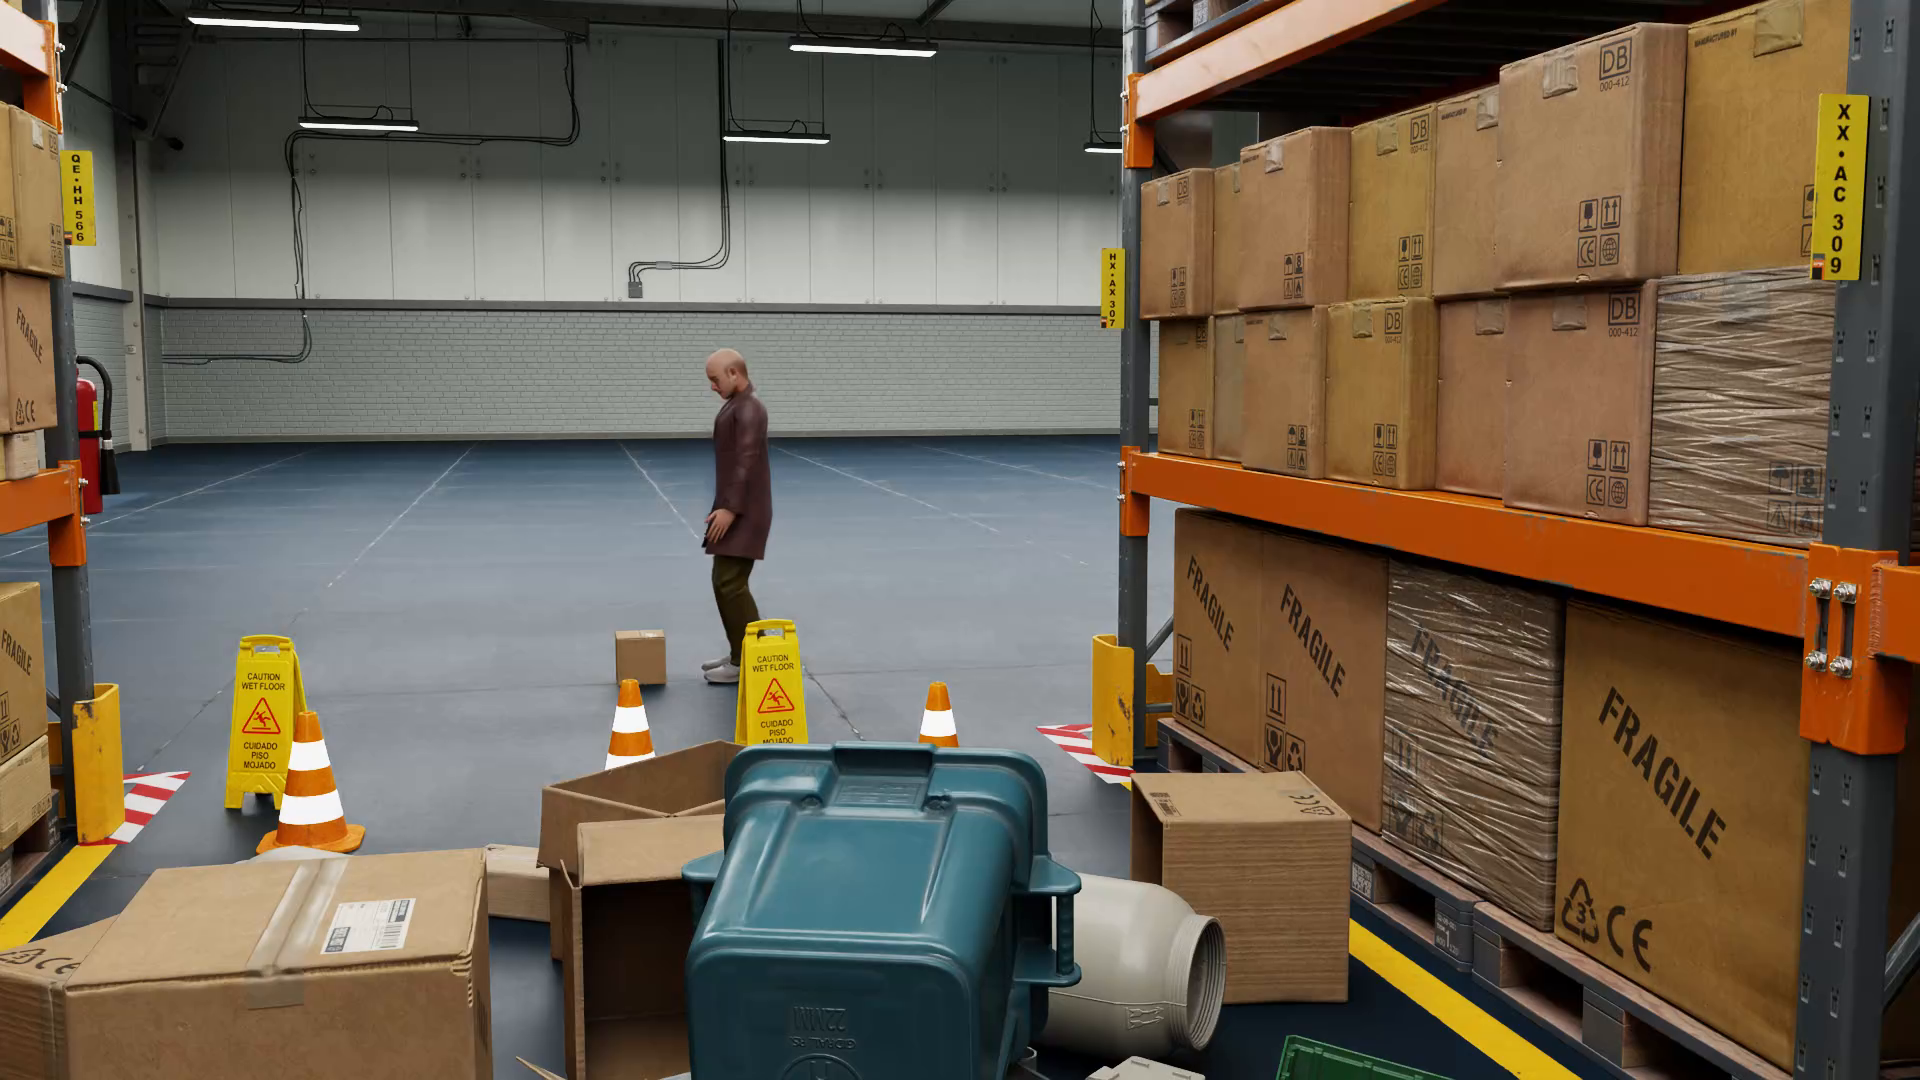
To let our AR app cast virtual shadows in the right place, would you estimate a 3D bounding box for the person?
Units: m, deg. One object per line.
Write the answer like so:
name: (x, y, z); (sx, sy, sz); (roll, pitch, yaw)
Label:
person: (-1.184, -0.048, 8.811); (0.384, 1.587, 0.575); (-1, 6, -12)
